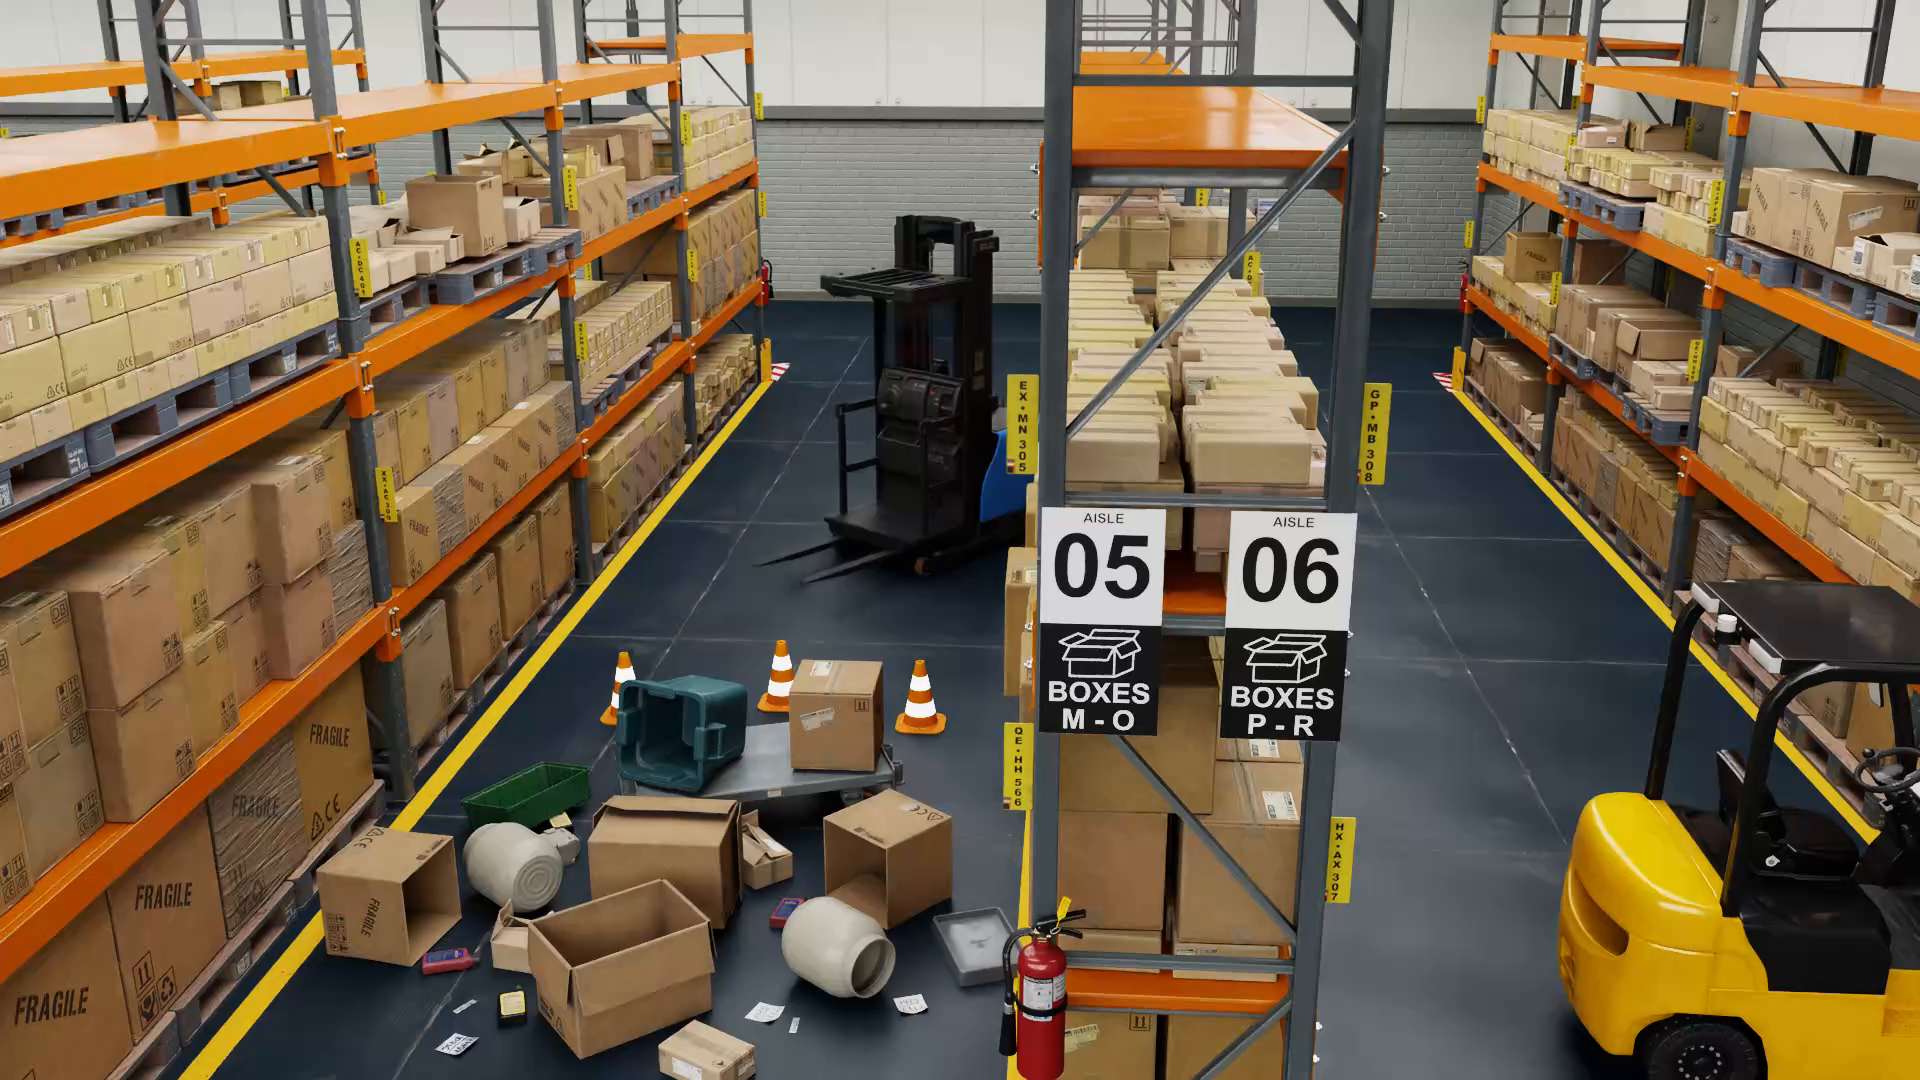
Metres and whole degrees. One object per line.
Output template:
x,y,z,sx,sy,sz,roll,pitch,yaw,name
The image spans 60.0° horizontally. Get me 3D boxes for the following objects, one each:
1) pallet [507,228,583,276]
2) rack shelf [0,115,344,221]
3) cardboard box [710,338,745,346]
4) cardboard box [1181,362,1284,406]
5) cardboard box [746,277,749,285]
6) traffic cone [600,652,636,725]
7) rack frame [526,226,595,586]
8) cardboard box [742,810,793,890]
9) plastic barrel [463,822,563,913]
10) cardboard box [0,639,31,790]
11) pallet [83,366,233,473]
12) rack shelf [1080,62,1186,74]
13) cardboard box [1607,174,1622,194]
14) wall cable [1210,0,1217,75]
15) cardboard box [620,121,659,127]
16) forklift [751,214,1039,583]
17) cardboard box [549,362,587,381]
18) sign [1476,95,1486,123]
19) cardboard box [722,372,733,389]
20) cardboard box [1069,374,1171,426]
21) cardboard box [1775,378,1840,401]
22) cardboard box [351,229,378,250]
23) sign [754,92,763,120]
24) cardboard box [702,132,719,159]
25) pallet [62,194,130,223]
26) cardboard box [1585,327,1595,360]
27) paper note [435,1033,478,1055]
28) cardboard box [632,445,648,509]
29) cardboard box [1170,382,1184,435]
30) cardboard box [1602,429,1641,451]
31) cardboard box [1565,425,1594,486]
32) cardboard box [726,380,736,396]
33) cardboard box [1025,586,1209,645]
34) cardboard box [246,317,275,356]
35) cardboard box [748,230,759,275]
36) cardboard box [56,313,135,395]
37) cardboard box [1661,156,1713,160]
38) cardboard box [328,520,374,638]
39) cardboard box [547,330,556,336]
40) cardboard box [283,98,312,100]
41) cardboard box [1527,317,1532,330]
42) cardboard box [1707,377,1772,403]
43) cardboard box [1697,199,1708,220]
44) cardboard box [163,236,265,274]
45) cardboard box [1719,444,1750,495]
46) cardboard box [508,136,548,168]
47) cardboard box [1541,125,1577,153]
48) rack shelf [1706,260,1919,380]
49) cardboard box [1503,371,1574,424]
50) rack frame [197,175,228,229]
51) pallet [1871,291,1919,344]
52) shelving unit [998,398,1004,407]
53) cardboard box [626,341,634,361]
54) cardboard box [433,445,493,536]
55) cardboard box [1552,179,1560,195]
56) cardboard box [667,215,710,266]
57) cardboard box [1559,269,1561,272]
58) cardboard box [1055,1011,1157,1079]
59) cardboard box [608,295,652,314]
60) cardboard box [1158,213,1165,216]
-3.612,-2.202,12.639,1.213,0.211,1.003,2,18,6,pallet
-4.049,-1.523,7.244,1.077,0.370,4.000,1,18,4,rack shelf
-2.906,-2.433,20.806,0.380,0.149,0.250,2,18,5,cardboard box
1.078,-0.605,6.584,0.380,0.149,0.250,1,18,4,cardboard box
-2.842,-3.249,20.751,0.380,0.149,0.250,1,18,4,cardboard box
-2.303,0.998,11.463,0.336,0.463,0.334,1,18,4,traffic cone
-3.619,-1.068,13.691,1.000,3.000,0.127,1,18,4,rack frame
-1.160,1.758,9.458,0.258,0.266,0.396,-13,22,-34,cardboard box
-2.457,1.786,9.121,0.512,0.421,0.421,17,25,41,plastic barrel
-4.127,0.718,6.266,0.875,0.550,0.550,1,18,4,cardboard box
-4.064,-0.577,7.518,1.003,0.211,1.213,1,18,4,pallet
1.469,-3.929,14.585,1.077,0.370,4.000,1,18,4,rack shelf
6.048,-3.194,14.933,0.380,0.149,0.250,2,18,5,cardboard box
2.776,-8.079,25.455,2.355,3.000,0.029,1,18,4,wall cable
-3.461,-4.432,17.940,0.380,0.149,0.250,2,18,6,cardboard box
-0.493,-1.257,14.379,1.130,2.935,3.031,15,24,39,forklift
-3.384,-1.435,14.062,0.380,0.149,0.250,2,18,6,cardboard box
6.309,-5.216,20.131,0.100,0.325,0.005,1,18,4,sign
-2.887,-1.880,19.597,0.380,0.149,0.250,1,18,4,cardboard box
0.609,-0.537,6.377,0.380,0.149,0.250,1,18,4,cardboard box
6.456,-1.129,12.676,0.380,0.149,0.250,2,18,6,cardboard box
-4.036,-1.815,10.560,0.500,0.250,0.500,1,18,3,cardboard box
-2.493,-5.380,20.612,0.100,0.325,0.005,1,18,4,sign
-2.968,-4.356,18.348,0.500,0.250,0.500,2,18,5,cardboard box
-8.488,-3.094,15.361,1.003,0.211,1.213,2,18,6,pallet
6.082,-1.834,15.571,0.396,0.266,0.258,2,18,7,cardboard box
-2.389,2.393,7.902,0.144,0.017,0.142,8,20,23,paper note
-3.249,-0.609,15.631,0.500,0.500,0.500,1,18,3,cardboard box
1.112,-0.467,6.803,0.500,0.250,0.500,2,18,6,cardboard box
6.242,-0.929,15.565,0.380,0.149,0.250,2,18,6,cardboard box
6.276,-0.822,16.281,0.500,0.500,0.500,1,18,3,cardboard box
-2.897,-1.825,19.905,0.380,0.149,0.250,2,18,5,cardboard box
0.615,0.512,6.627,0.700,0.500,0.500,1,18,4,cardboard box
-3.666,-1.020,8.297,0.380,0.149,0.250,1,18,4,cardboard box
-2.821,-3.596,20.768,0.500,0.500,0.500,2,18,5,cardboard box
-3.831,-0.784,6.936,0.500,0.250,0.500,1,18,3,cardboard box
6.581,-3.400,15.082,0.380,0.149,0.250,1,18,2,cardboard box
-3.920,0.218,9.525,0.875,0.550,0.550,1,18,4,cardboard box
-3.947,-1.853,15.340,0.380,0.149,0.250,2,18,5,cardboard box
-8.129,-5.080,20.122,0.700,0.500,0.500,1,18,2,cardboard box
6.372,-2.350,18.008,0.380,0.149,0.250,2,18,5,cardboard box
5.961,-1.142,12.716,0.380,0.149,0.250,2,18,6,cardboard box
6.101,-2.618,13.206,0.380,0.149,0.250,1,18,3,cardboard box
-3.669,-1.402,8.183,0.380,0.149,0.250,2,18,5,cardboard box
5.961,-0.519,12.258,0.500,0.250,0.500,1,18,3,cardboard box
-3.777,-3.436,14.711,0.396,0.266,0.258,1,18,4,cardboard box
6.388,-4.174,17.314,0.500,0.250,0.500,1,18,3,cardboard box
6.134,-1.341,10.864,1.077,0.370,4.000,1,18,4,rack shelf
6.538,-1.600,18.656,0.700,0.500,0.500,1,18,2,cardboard box
-8.272,-2.452,17.916,1.000,3.000,0.127,1,18,4,rack frame
6.041,-1.245,9.723,0.805,0.209,1.217,1,18,2,pallet
0.369,-0.826,16.083,0.215,1.050,0.252,-6,19,-18,shelving unit
-3.272,-1.775,15.578,0.380,0.149,0.250,1,18,2,cardboard box
-3.525,-0.342,11.316,0.500,0.500,0.500,1,18,4,cardboard box
6.316,-3.621,17.071,0.380,0.149,0.250,1,18,4,cardboard box
-3.034,-3.270,18.168,0.500,0.500,0.500,1,18,2,cardboard box
7.004,-2.971,19.263,0.500,0.250,0.500,2,18,6,cardboard box
0.550,1.992,6.890,0.500,0.500,0.500,1,18,4,cardboard box
-3.223,-2.298,16.221,0.380,0.149,0.250,1,18,4,cardboard box
1.245,-1.989,11.518,0.797,0.503,0.637,1,18,4,cardboard box
